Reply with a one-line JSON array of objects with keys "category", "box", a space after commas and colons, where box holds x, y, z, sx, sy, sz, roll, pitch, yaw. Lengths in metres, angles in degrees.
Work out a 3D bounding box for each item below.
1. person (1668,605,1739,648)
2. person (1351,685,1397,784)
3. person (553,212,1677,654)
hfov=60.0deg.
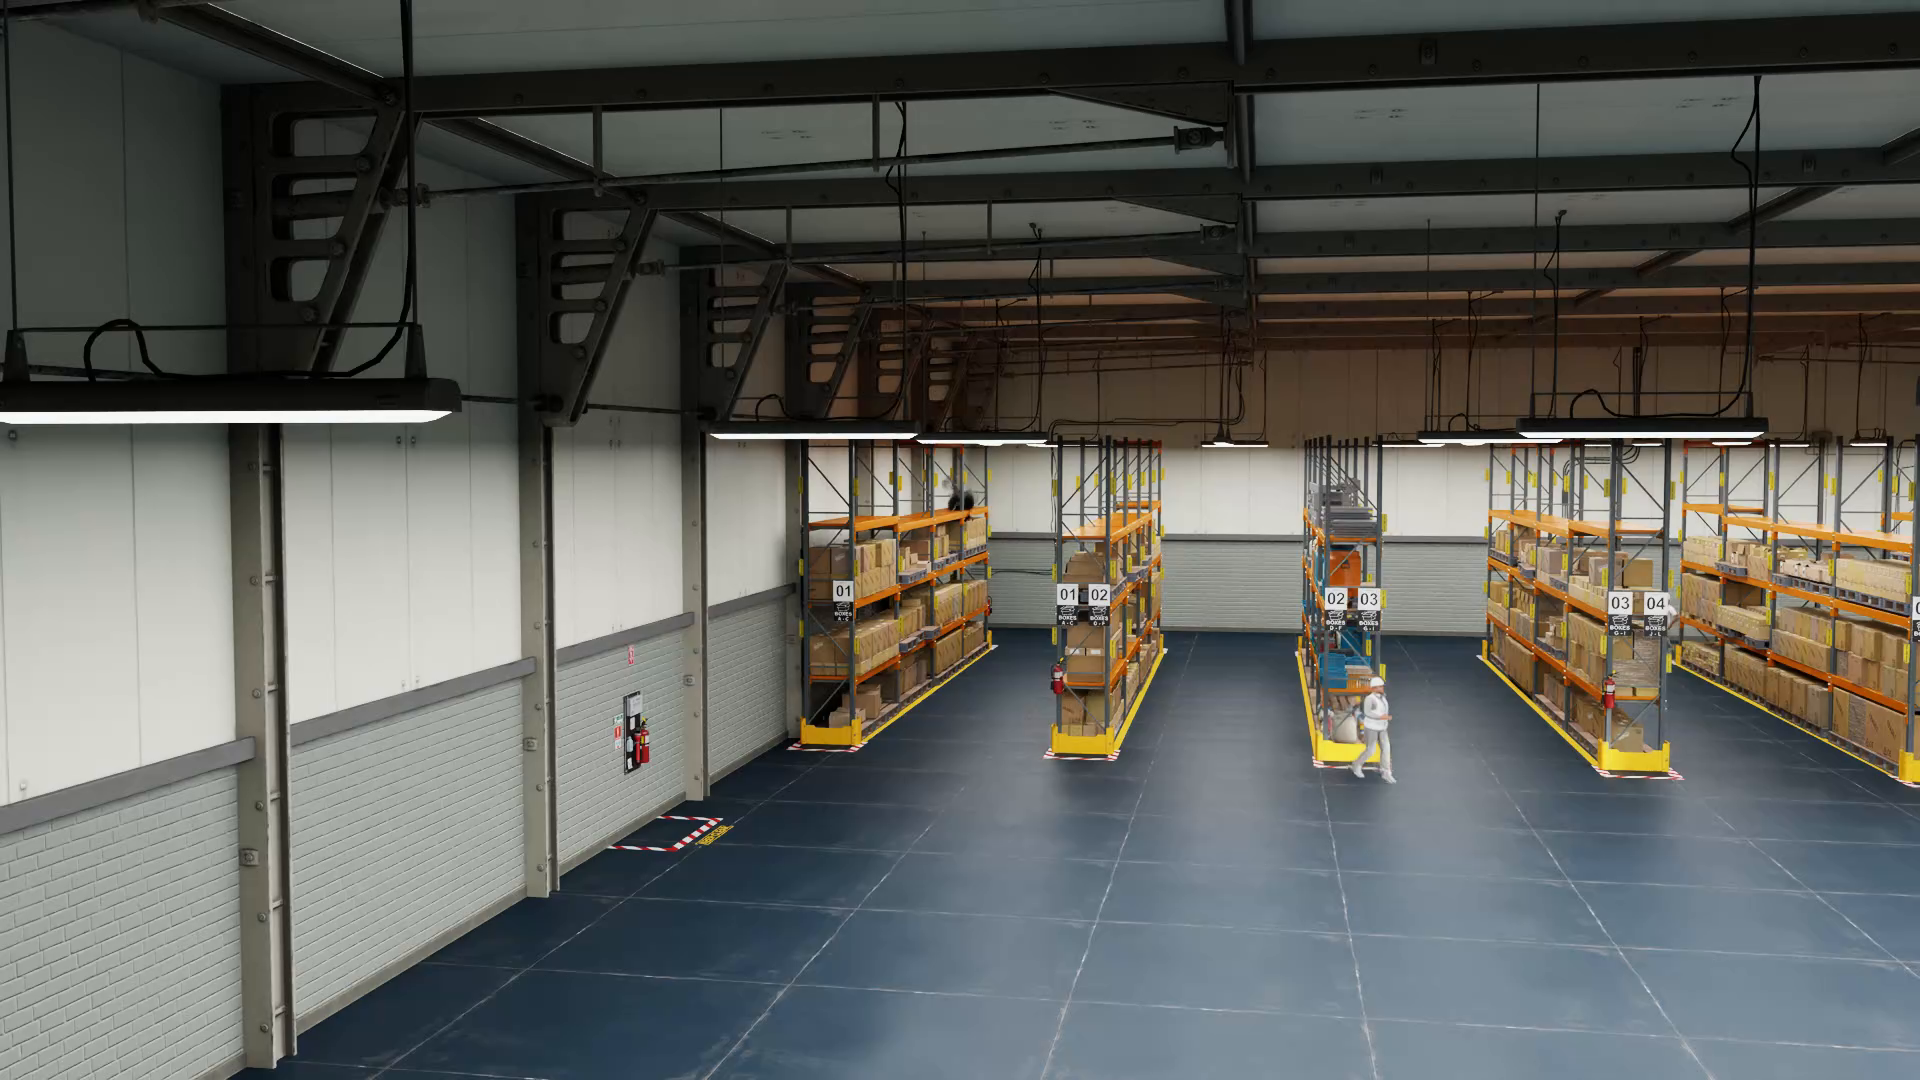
[{"category": "person", "box": [20.106, 2.451, 45.425, 1.364, 1.517, 2.037, -2, 4, -38]}, {"category": "person", "box": [7.175, 3.303, 28.762, 0.673, 1.765, 0.831, -3, 4, -43]}, {"category": "person", "box": [7.121, -0.603, 33.576, 22.978, 8.977, 26.823, 0, 3, 5]}]
